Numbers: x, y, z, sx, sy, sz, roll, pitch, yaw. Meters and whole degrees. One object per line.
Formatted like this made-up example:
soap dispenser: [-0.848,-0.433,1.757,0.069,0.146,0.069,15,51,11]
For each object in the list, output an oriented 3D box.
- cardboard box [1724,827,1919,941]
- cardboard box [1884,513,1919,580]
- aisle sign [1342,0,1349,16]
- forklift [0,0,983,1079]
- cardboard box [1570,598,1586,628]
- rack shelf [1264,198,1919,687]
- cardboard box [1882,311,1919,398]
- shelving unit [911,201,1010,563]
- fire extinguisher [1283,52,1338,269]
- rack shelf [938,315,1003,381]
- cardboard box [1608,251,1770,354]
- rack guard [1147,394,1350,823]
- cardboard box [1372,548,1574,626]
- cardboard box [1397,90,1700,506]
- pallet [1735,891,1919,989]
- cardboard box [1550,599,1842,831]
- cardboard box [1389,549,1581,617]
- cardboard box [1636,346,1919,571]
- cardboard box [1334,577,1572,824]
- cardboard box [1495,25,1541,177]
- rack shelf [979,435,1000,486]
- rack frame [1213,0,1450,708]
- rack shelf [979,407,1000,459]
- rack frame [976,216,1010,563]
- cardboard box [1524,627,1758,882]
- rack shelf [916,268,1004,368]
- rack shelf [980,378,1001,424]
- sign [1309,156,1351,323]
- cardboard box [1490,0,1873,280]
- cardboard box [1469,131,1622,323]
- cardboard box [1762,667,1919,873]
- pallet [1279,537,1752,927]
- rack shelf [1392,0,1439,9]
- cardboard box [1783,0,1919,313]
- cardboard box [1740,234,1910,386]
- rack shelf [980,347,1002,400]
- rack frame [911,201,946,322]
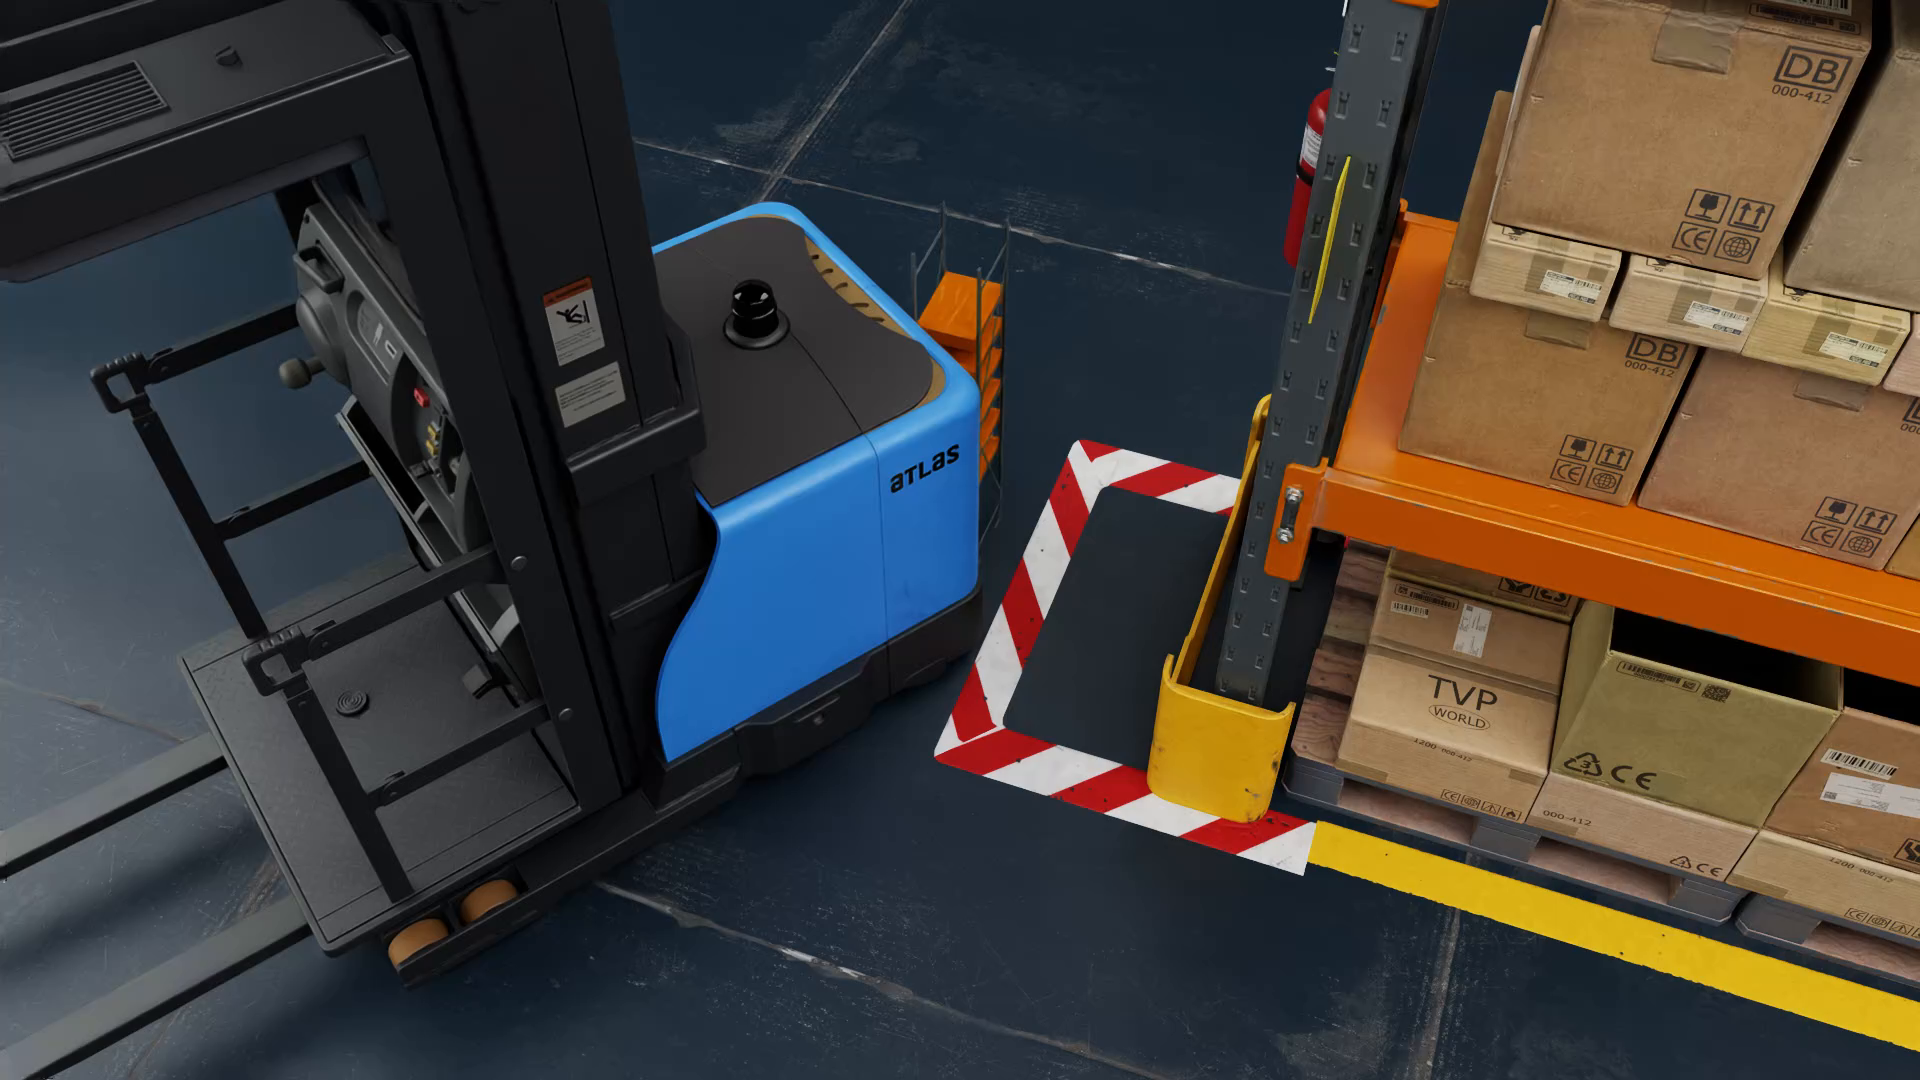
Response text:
cardboard box: [2.256,0.679,4.218,0.500,0.250,0.500,16,51,13]
cardboard box: [2.283,-0.275,3.437,0.500,0.500,0.700,16,51,13]
aisle sign: [0.723,-1.293,2.665,0.004,0.787,0.394,16,51,13]
forklift: [-1.429,-0.289,3.561,3.031,2.935,1.130,-28,55,-22]
cardboard box: [1.970,0.175,4.655,0.500,0.250,0.500,16,51,13]
rack shelf: [2.767,0.118,3.639,4.000,0.370,1.077,16,51,13]
cardboard box: [1.903,-0.430,3.142,0.250,0.149,0.380,15,51,13]
shelving unit: [0.002,-0.405,4.807,0.189,1.200,0.258,16,51,13]
fire extinguisher: [0.941,-0.976,4.162,0.183,0.674,0.296,16,51,13]
rack shelf: [0.002,-0.533,4.659,0.180,0.103,0.258,16,51,13]
cardboard box: [1.433,-0.564,3.258,0.250,0.149,0.380,14,51,12]
rack guard: [0.869,0.171,4.771,0.348,0.500,1.175,16,51,13]
cardboard box: [1.497,0.052,4.761,0.500,0.250,0.500,16,51,13]
cardboard box: [1.325,-0.543,3.669,0.500,0.500,0.700,16,51,13]
pallet: [2.764,0.763,4.449,1.213,0.211,1.003,16,51,13]
cardboard box: [1.787,0.304,4.047,0.500,0.500,0.500,16,51,13]
cardboard box: [1.497,-0.195,4.479,0.500,0.500,0.500,16,51,13]
cardboard box: [1.819,-0.409,3.553,0.500,0.500,0.700,17,51,14]
cardboard box: [1.317,0.420,4.443,0.500,0.250,0.500,16,51,13]
cardboard box: [1.316,-0.922,3.568,0.250,0.149,0.380,15,51,13]
rack shelf: [0.002,-0.219,5.022,0.180,0.103,0.258,16,51,13]
rack frame: [0.891,-0.641,3.821,0.127,3.000,1.000,16,51,13]
rack shelf: [0.002,-0.297,4.931,0.180,0.103,0.258,16,51,13]
rack frame: [0.088,-0.381,4.786,0.006,1.200,0.240,16,51,13]
cardboard box: [1.787,0.548,4.332,0.500,0.250,0.500,16,51,13]
rack shelf: [0.002,-0.612,4.569,0.180,0.103,0.258,16,51,13]
rack shelf: [0.002,-0.376,4.841,0.180,0.103,0.258,16,51,13]
sign: [0.693,-0.559,3.124,0.005,0.325,0.100,16,51,13]
cardboard box: [1.374,-0.954,3.167,0.500,0.500,0.700,16,51,13]
cardboard box: [1.185,-0.631,3.317,0.250,0.149,0.380,15,51,13]
cardboard box: [2.260,0.425,3.942,0.500,0.500,0.500,16,51,13]
pallet: [1.623,0.442,4.727,1.213,0.211,1.003,16,51,13]
rack shelf: [2.767,-0.865,2.505,4.000,0.370,1.077,16,51,13]
cardboard box: [1.869,-0.820,3.051,0.500,0.500,0.700,14,51,12]
cardboard box: [1.667,-0.498,3.201,0.250,0.149,0.380,16,51,13]
rack shelf: [0.002,-0.455,4.750,0.180,0.103,0.258,16,51,13]
rack frame: [-0.084,-0.429,4.828,0.006,1.200,0.240,16,51,13]
